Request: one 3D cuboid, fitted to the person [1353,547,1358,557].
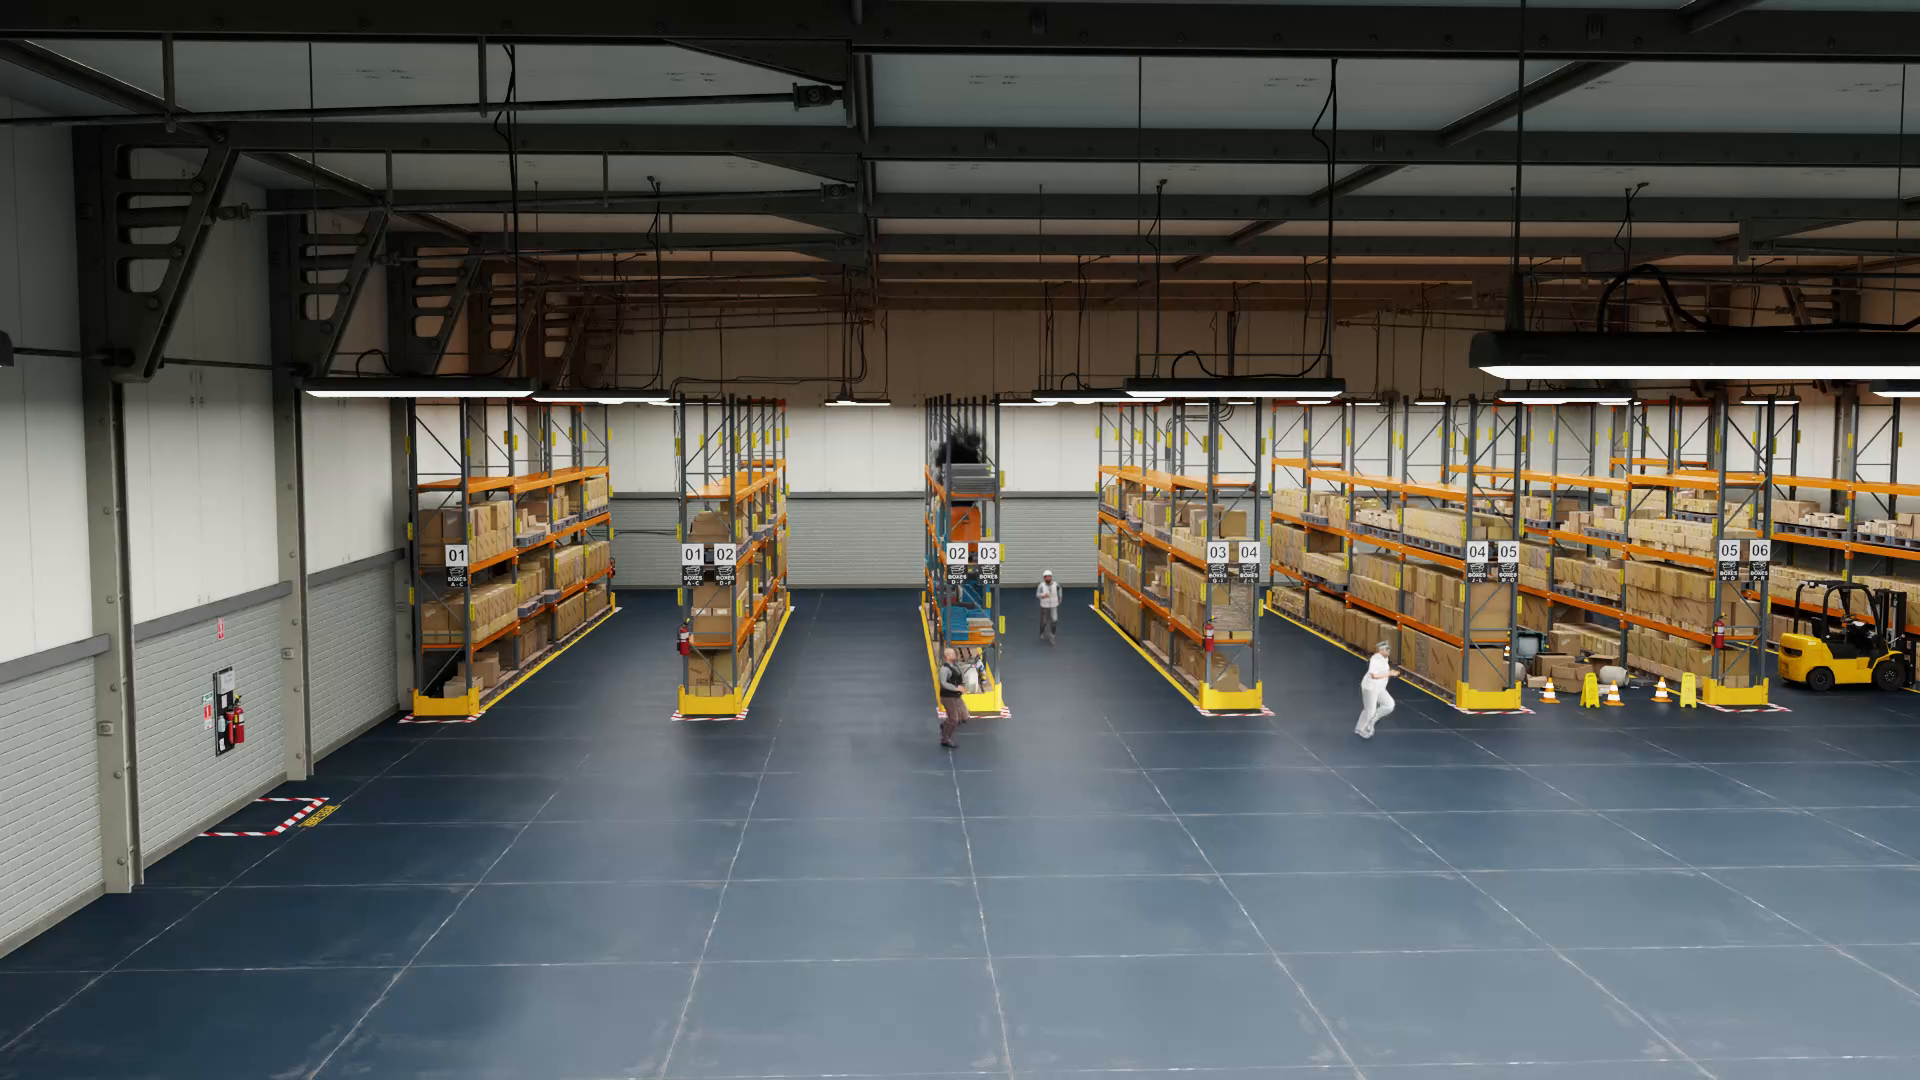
[{"bbox_3d":[11.240,1.081,47.285,0.721,1.750,1.027,0,5,-6],"label":"person"}]

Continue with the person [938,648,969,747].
[{"bbox_3d":[-0.103,2.664,28.138,0.542,1.680,0.655,2,5,23],"label":"person"}]

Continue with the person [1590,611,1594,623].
[{"bbox_3d":[16.462,1.489,43.669,0.628,1.614,0.591,0,5,2],"label":"person"}]

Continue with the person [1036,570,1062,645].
[{"bbox_3d":[2.172,1.638,40.579,0.662,1.813,0.892,0,5,-5],"label":"person"}]

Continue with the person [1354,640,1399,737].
[{"bbox_3d":[7.226,2.575,28.824,0.802,1.713,0.633,4,6,39],"label":"person"}]
